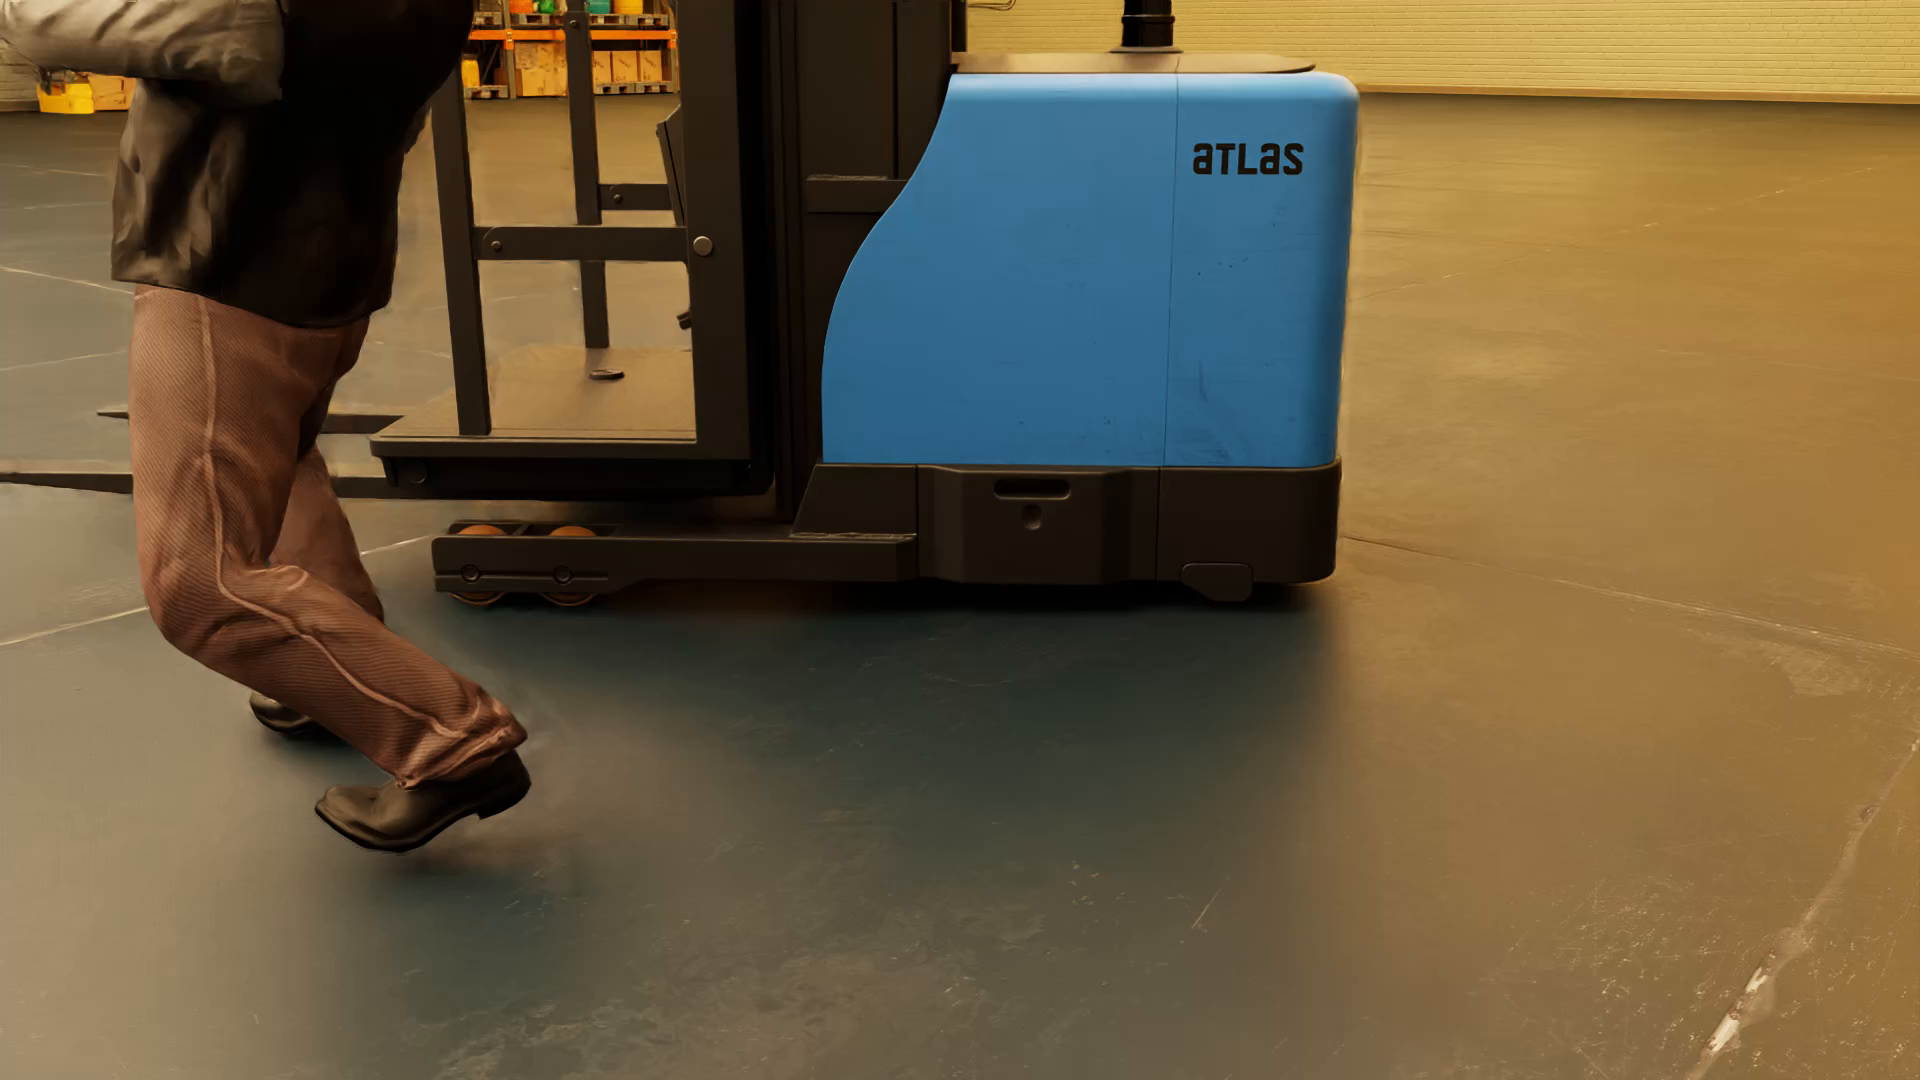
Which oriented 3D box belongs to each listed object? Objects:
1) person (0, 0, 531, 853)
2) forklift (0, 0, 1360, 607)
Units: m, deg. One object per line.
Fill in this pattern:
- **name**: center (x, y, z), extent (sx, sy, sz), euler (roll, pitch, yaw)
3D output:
- **person**: center (-1.029, -0.386, 2.535), extent (0.815, 1.517, 0.903), euler (0, 17, 0)
- **forklift**: center (-0.708, -1.415, 3.559), extent (3.031, 2.935, 1.130), euler (1, 17, 2)
